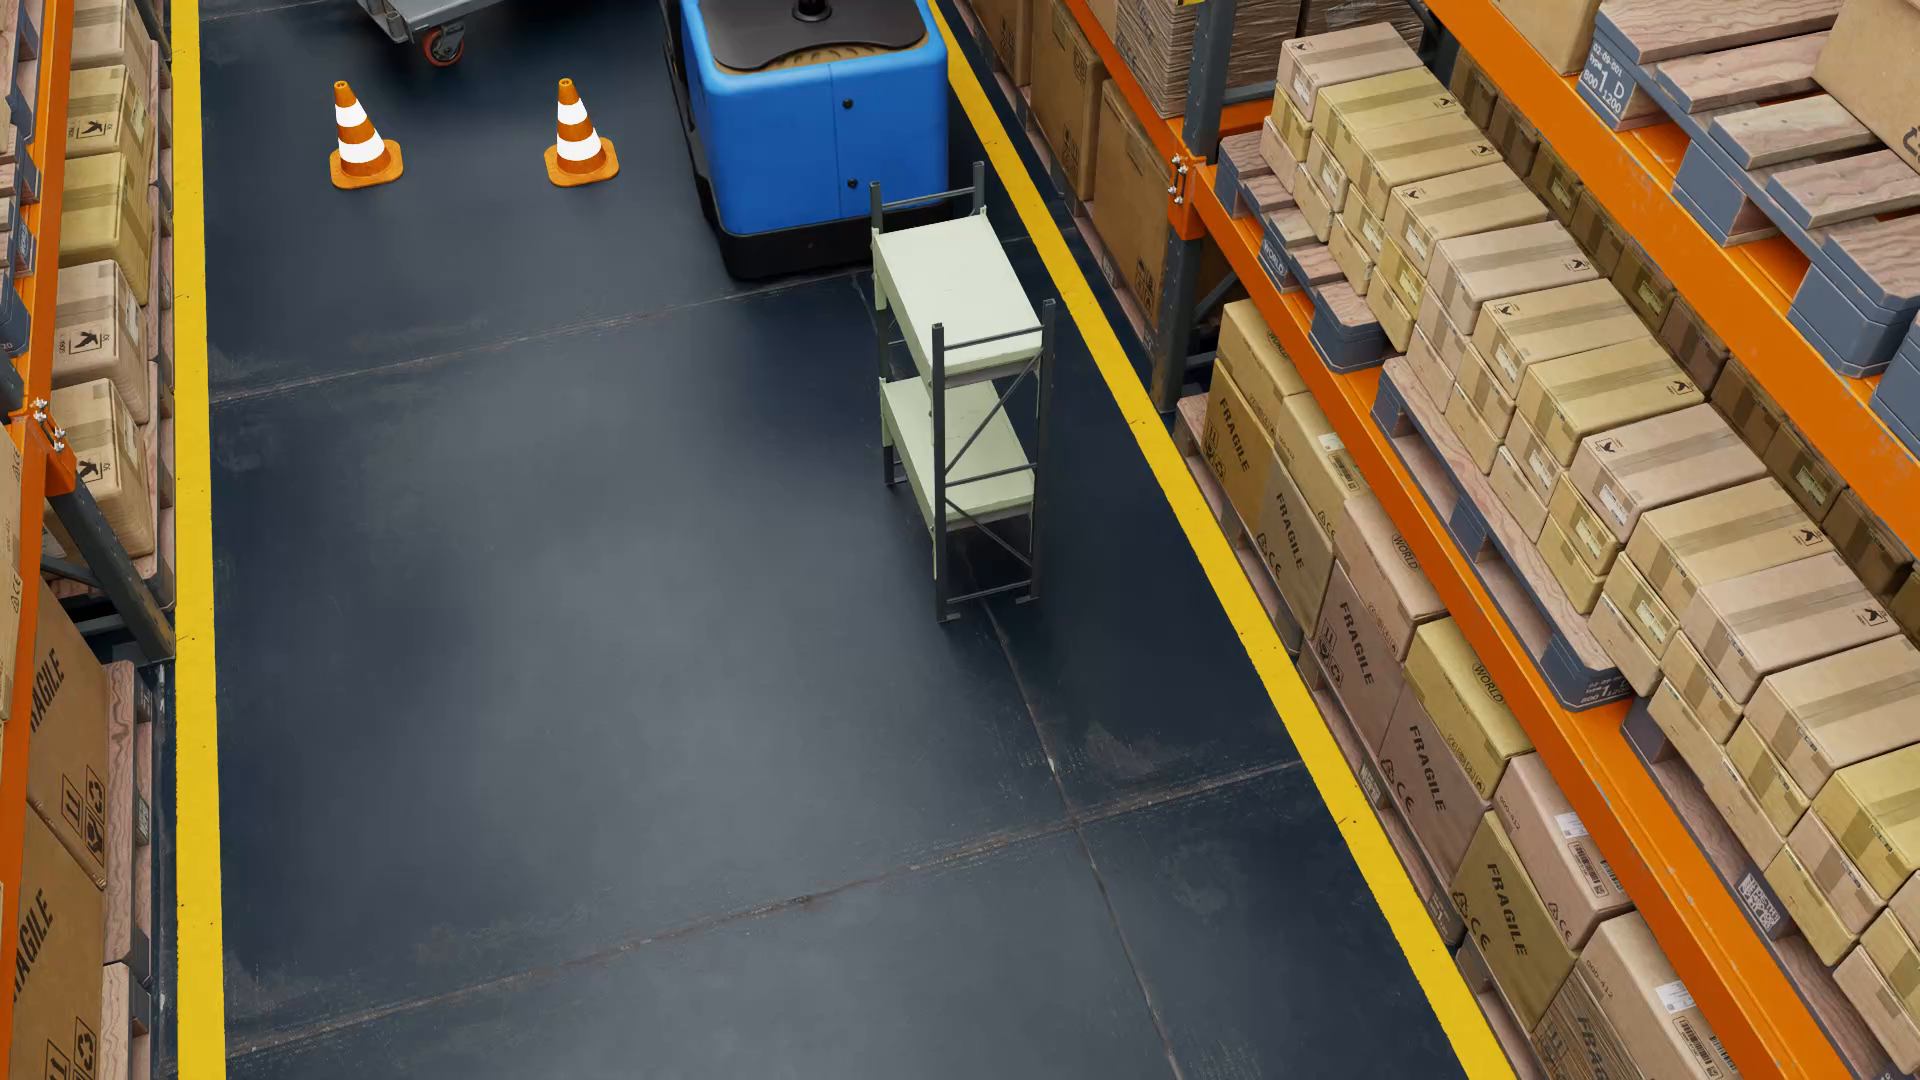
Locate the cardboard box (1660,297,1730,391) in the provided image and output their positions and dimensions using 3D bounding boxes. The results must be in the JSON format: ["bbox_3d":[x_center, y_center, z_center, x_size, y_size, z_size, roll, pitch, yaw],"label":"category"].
[{"bbox_3d":[2.263,-0.597,4.776,0.380,0.149,0.250,-12,51,-10],"label":"cardboard box"}]

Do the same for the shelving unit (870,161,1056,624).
[{"bbox_3d":[-0.002,-0.488,5.970,0.431,1.500,0.755,-13,51,-11],"label":"shelving unit"}]

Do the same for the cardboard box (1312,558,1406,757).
[{"bbox_3d":[1.572,0.339,5.653,0.500,0.500,0.500,-14,51,-12],"label":"cardboard box"}]

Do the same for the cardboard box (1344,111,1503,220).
[{"bbox_3d":[1.400,-1.135,5.035,0.380,0.149,0.250,-14,51,-11],"label":"cardboard box"}]

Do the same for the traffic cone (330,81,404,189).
[{"bbox_3d":[-2.879,-1.968,7.896,0.336,0.463,0.334,-13,51,-11],"label":"traffic cone"}]

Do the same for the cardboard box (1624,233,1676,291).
[{"bbox_3d":[2.179,-0.891,4.830,0.380,0.149,0.250,-13,51,-11],"label":"cardboard box"}]

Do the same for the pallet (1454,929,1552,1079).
[{"bbox_3d":[2.249,1.606,5.048,1.003,0.211,1.213,-13,51,-11],"label":"pallet"}]

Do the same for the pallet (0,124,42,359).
[{"bbox_3d":[-3.713,-0.888,5.452,1.213,0.211,1.003,-13,51,-11],"label":"pallet"}]

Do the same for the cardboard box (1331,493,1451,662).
[{"bbox_3d":[1.555,0.075,5.384,0.500,0.250,0.500,-13,51,-11],"label":"cardboard box"}]

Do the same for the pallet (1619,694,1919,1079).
[{"bbox_3d":[2.394,0.746,4.074,1.003,0.211,1.213,-13,51,-11],"label":"pallet"}]

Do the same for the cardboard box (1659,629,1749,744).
[{"bbox_3d":[1.940,0.306,4.015,0.380,0.149,0.250,-15,51,-12],"label":"cardboard box"}]

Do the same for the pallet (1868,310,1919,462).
[{"bbox_3d":[2.400,-0.106,2.828,1.213,0.211,1.003,-13,51,-11],"label":"pallet"}]

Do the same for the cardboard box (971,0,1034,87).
[{"bbox_3d":[0.666,-2.840,8.168,1.050,0.750,0.750,-13,51,-11],"label":"cardboard box"}]

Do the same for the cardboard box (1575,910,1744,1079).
[{"bbox_3d":[2.019,1.217,4.422,0.500,0.250,0.500,-15,51,-12],"label":"cardboard box"}]

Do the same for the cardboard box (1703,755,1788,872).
[{"bbox_3d":[2.025,0.603,3.959,0.380,0.149,0.250,-13,51,-11],"label":"cardboard box"}]

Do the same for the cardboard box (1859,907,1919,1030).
[{"bbox_3d":[2.175,0.879,3.532,0.380,0.149,0.250,-12,51,-10],"label":"cardboard box"}]

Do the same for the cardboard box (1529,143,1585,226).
[{"bbox_3d":[2.040,-1.153,5.245,0.380,0.149,0.250,-12,51,-10],"label":"cardboard box"}]

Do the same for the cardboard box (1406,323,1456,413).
[{"bbox_3d":[1.559,-0.545,4.927,0.380,0.149,0.250,-12,51,-10],"label":"cardboard box"}]

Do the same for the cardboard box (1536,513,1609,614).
[{"bbox_3d":[1.786,0.025,4.447,0.380,0.149,0.250,-11,51,-9],"label":"cardboard box"}]

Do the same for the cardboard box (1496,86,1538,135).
[{"bbox_3d":[1.953,-1.454,5.304,0.380,0.149,0.250,-14,51,-11],"label":"cardboard box"}]

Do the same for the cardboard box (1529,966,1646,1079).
[{"bbox_3d":[2.021,1.462,4.706,0.500,0.500,0.500,-14,51,-12],"label":"cardboard box"}]

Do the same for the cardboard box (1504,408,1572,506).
[{"bbox_3d":[1.715,-0.262,4.494,0.380,0.149,0.250,-12,51,-10],"label":"cardboard box"}]

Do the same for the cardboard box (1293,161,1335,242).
[{"bbox_3d":[1.317,-1.132,5.422,0.380,0.149,0.250,-11,51,-9],"label":"cardboard box"}]

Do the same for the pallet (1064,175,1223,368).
[{"bbox_3d":[1.137,-1.340,7.532,1.003,0.211,1.213,-13,51,-11],"label":"pallet"}]

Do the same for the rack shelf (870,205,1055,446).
[{"bbox_3d":[-0.002,-0.740,5.672,0.431,0.370,0.720,-13,51,-11],"label":"rack shelf"}]

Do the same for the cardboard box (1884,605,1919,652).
[{"bbox_3d":[2.573,0.261,4.248,0.380,0.149,0.250,-13,51,-11],"label":"cardboard box"}]

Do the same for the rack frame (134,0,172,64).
[{"bbox_3d":[-4.584,-3.375,7.423,1.000,3.000,0.127,-13,51,-11],"label":"rack frame"}]

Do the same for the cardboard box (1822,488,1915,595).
[{"bbox_3d":[2.489,-0.030,4.298,0.380,0.149,0.250,-11,51,-10],"label":"cardboard box"}]

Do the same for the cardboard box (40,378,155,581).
[{"bbox_3d":[-3.558,-0.157,6.154,0.950,0.372,0.625,-16,52,-13],"label":"cardboard box"}]

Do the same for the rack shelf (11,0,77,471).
[{"bbox_3d":[-3.992,-1.682,6.466,1.077,0.370,4.000,-13,51,-11],"label":"rack shelf"}]

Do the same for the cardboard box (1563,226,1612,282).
[{"bbox_3d":[2.101,-0.892,5.219,0.380,0.149,0.250,-14,51,-11],"label":"cardboard box"}]

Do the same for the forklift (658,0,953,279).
[{"bbox_3d":[-0.899,-3.269,7.379,1.130,2.935,3.031,-11,51,-9],"label":"forklift"}]

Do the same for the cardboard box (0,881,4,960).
[{"bbox_3d":[-2.526,1.013,3.822,0.500,0.250,0.500,-14,51,-12],"label":"cardboard box"}]

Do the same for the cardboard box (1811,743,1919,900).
[{"bbox_3d":[2.096,0.584,3.586,0.380,0.149,0.250,-15,51,-12],"label":"cardboard box"}]

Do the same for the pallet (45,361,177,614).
[{"bbox_3d":[-3.630,-0.126,6.508,1.003,0.211,1.213,-13,51,-11],"label":"pallet"}]

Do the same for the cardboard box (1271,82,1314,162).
[{"bbox_3d":[1.249,-1.398,5.452,0.380,0.149,0.250,-11,51,-9],"label":"cardboard box"}]

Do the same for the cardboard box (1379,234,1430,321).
[{"bbox_3d":[1.488,-0.822,4.966,0.380,0.149,0.250,-13,51,-11],"label":"cardboard box"}]

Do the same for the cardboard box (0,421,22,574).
[{"bbox_3d":[-3.003,-0.094,4.755,0.500,0.250,0.500,-15,51,-12],"label":"cardboard box"}]

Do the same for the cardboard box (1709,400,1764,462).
[{"bbox_3d":[2.341,-0.308,4.727,0.380,0.149,0.250,-15,52,-13],"label":"cardboard box"}]

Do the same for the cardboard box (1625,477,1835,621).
[{"bbox_3d":[1.874,0.023,4.059,0.380,0.149,0.250,-15,51,-12],"label":"cardboard box"}]

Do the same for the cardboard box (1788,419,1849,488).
[{"bbox_3d":[2.421,-0.307,4.337,0.380,0.149,0.250,-12,51,-10],"label":"cardboard box"}]

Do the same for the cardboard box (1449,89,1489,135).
[{"bbox_3d":[1.883,-1.444,5.685,0.380,0.149,0.250,-13,51,-10],"label":"cardboard box"}]

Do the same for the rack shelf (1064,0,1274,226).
[{"bbox_3d":[0.707,-2.875,7.472,1.077,0.370,4.000,-13,51,-11],"label":"rack shelf"}]

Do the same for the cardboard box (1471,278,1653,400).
[{"bbox_3d":[1.640,-0.552,4.543,0.380,0.149,0.250,-12,51,-10],"label":"cardboard box"}]

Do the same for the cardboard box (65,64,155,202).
[{"bbox_3d":[-4.210,-1.756,7.502,0.950,0.372,0.625,-10,51,-9],"label":"cardboard box"}]

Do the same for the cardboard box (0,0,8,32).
[{"bbox_3d":[-3.751,-1.979,6.135,0.380,0.149,0.250,-12,51,-10],"label":"cardboard box"}]

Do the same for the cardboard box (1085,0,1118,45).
[{"bbox_3d":[0.762,-2.311,6.461,0.500,0.500,0.500,-13,51,-11],"label":"cardboard box"}]
